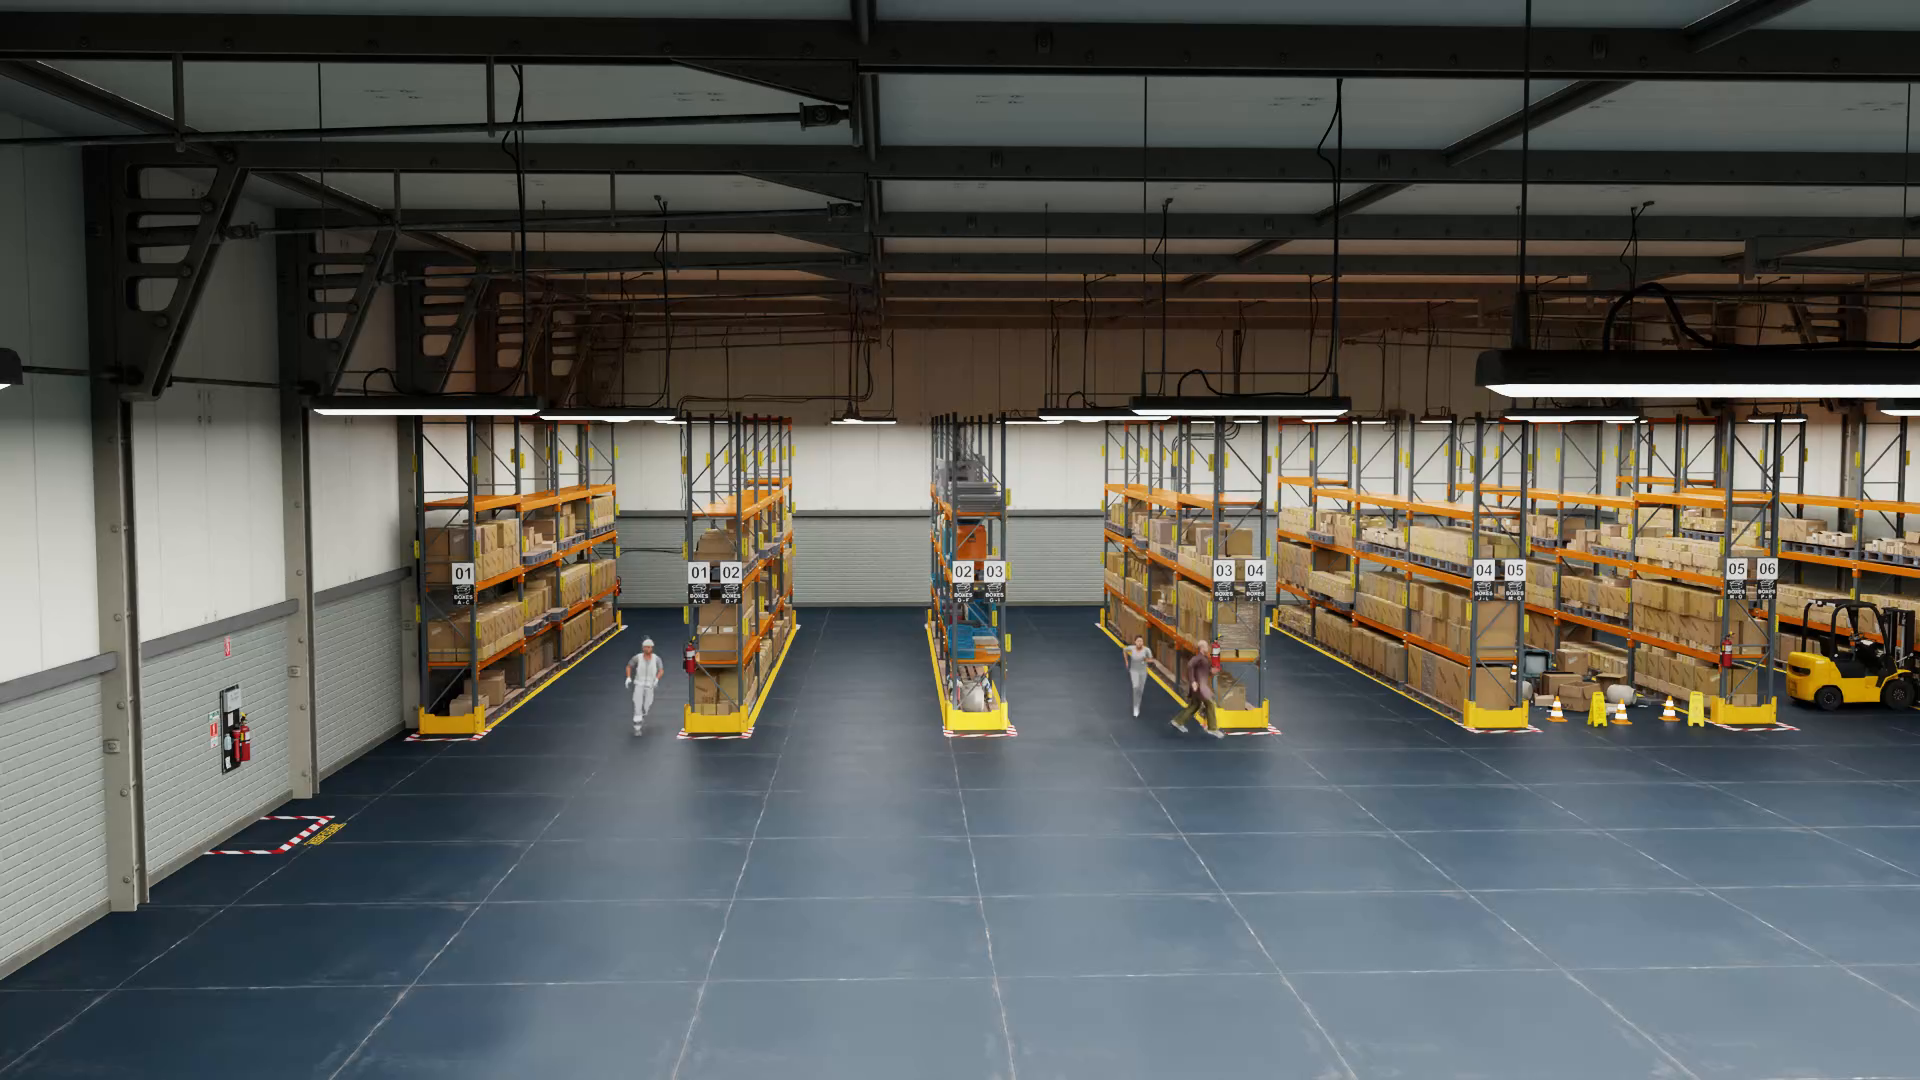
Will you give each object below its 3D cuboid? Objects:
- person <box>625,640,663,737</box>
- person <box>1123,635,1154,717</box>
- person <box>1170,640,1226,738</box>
[{"bbox_3d":[-5.889,2.733,31.032,0.711,1.770,0.875,-1,4,-16],"label":"person"},{"bbox_3d":[3.526,2.660,32.922,0.558,1.626,0.892,0,4,-2],"label":"person"},{"bbox_3d":[4.428,2.746,30.713,0.982,1.797,0.739,0,4,7],"label":"person"}]
